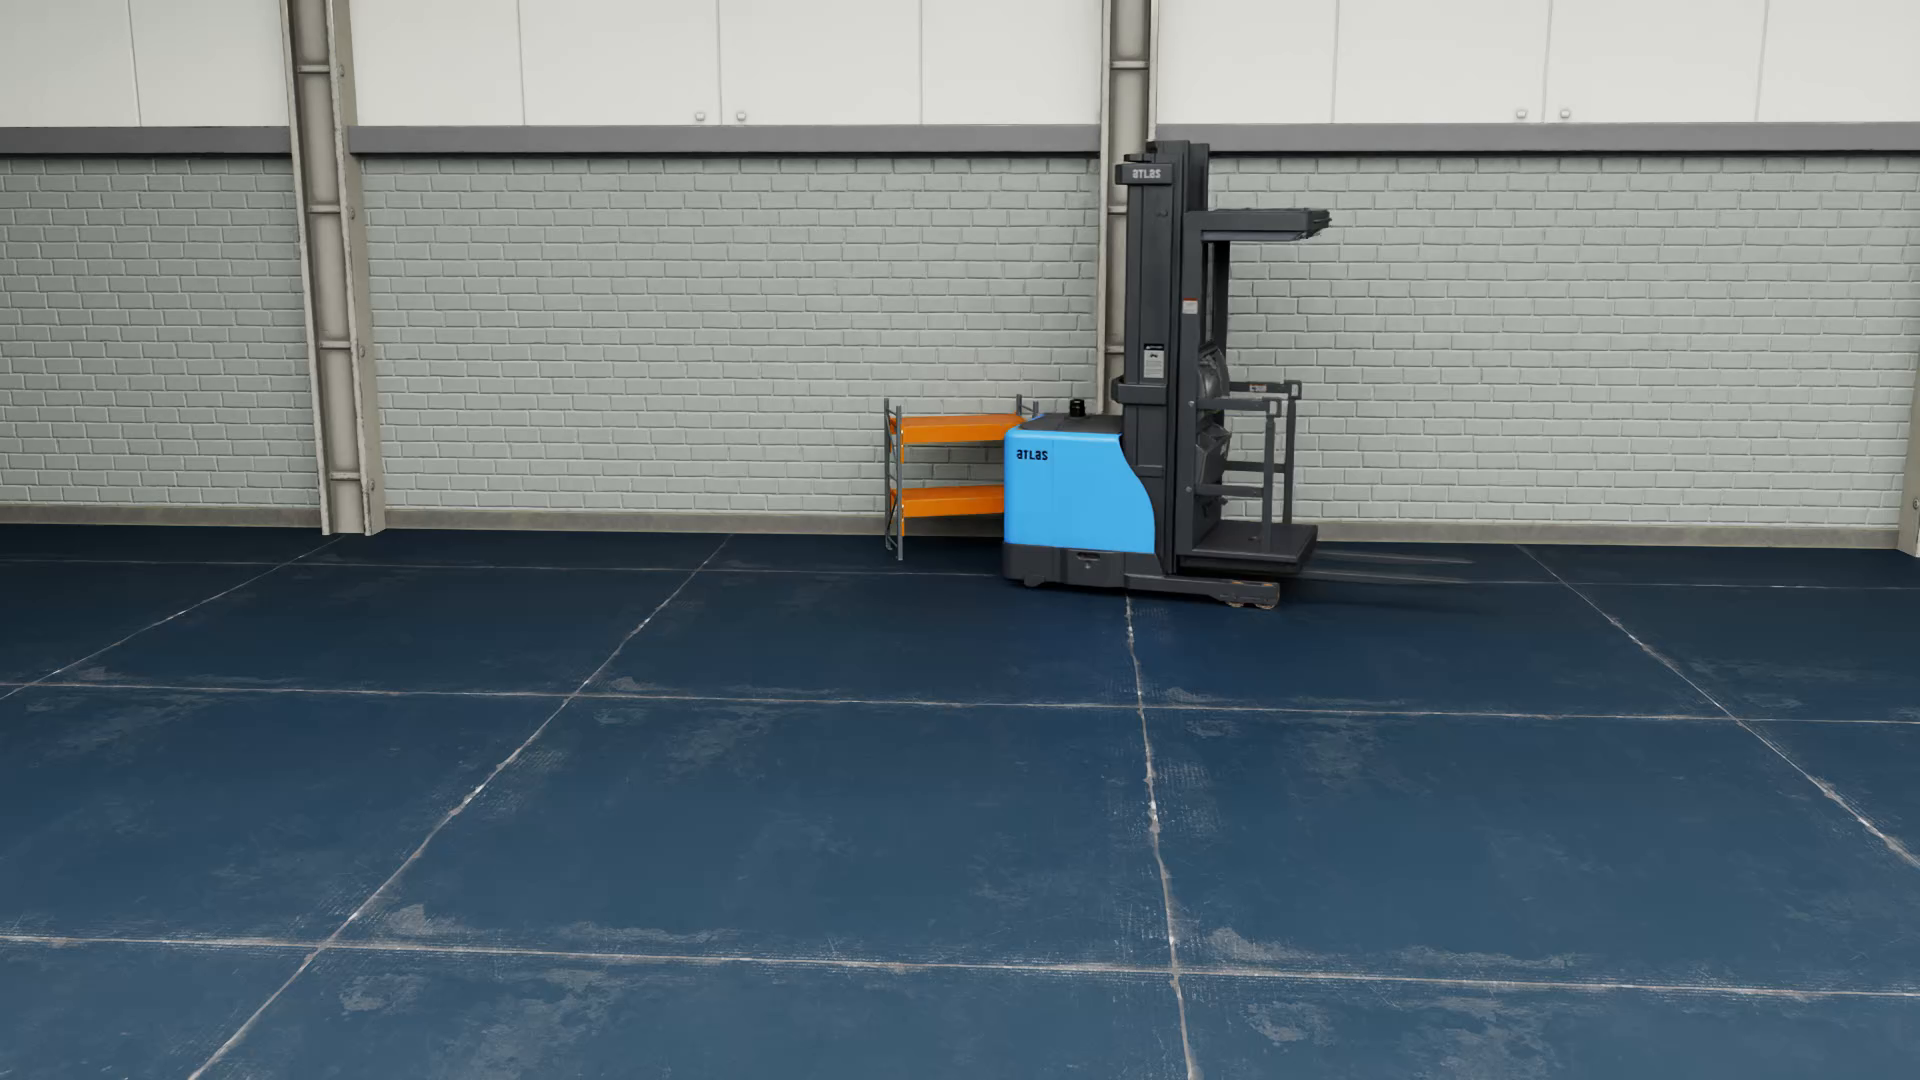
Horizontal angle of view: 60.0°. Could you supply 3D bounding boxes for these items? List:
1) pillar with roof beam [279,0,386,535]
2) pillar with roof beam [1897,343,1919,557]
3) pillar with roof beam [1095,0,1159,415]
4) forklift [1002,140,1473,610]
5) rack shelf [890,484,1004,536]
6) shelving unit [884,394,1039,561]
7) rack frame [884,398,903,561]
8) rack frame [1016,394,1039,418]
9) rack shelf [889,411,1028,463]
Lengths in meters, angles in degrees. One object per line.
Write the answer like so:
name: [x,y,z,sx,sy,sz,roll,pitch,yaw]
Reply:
pillar with roof beam: [-5.056,-3.595,7.975,0.400,9.000,9.100,1,12,4]
pillar with roof beam: [6.918,-3.431,7.191,0.400,9.000,9.100,1,12,4]
pillar with roof beam: [0.931,-3.513,7.583,0.400,9.000,9.100,1,12,4]
forklift: [1.856,-1.112,10.924,3.031,2.935,1.130,4,12,18]
rack shelf: [0.005,-0.237,12.349,1.000,0.278,0.538,-3,12,-13]
shelving unit: [0.005,-0.476,12.299,1.048,1.125,0.538,-3,12,-13]
rack frame: [-0.490,-0.452,12.182,0.032,1.125,0.500,-3,12,-13]
rack frame: [0.499,-0.501,12.415,0.032,1.125,0.500,-3,12,-13]
rack shelf: [0.005,-0.763,12.239,1.000,0.278,0.538,-3,12,-13]
